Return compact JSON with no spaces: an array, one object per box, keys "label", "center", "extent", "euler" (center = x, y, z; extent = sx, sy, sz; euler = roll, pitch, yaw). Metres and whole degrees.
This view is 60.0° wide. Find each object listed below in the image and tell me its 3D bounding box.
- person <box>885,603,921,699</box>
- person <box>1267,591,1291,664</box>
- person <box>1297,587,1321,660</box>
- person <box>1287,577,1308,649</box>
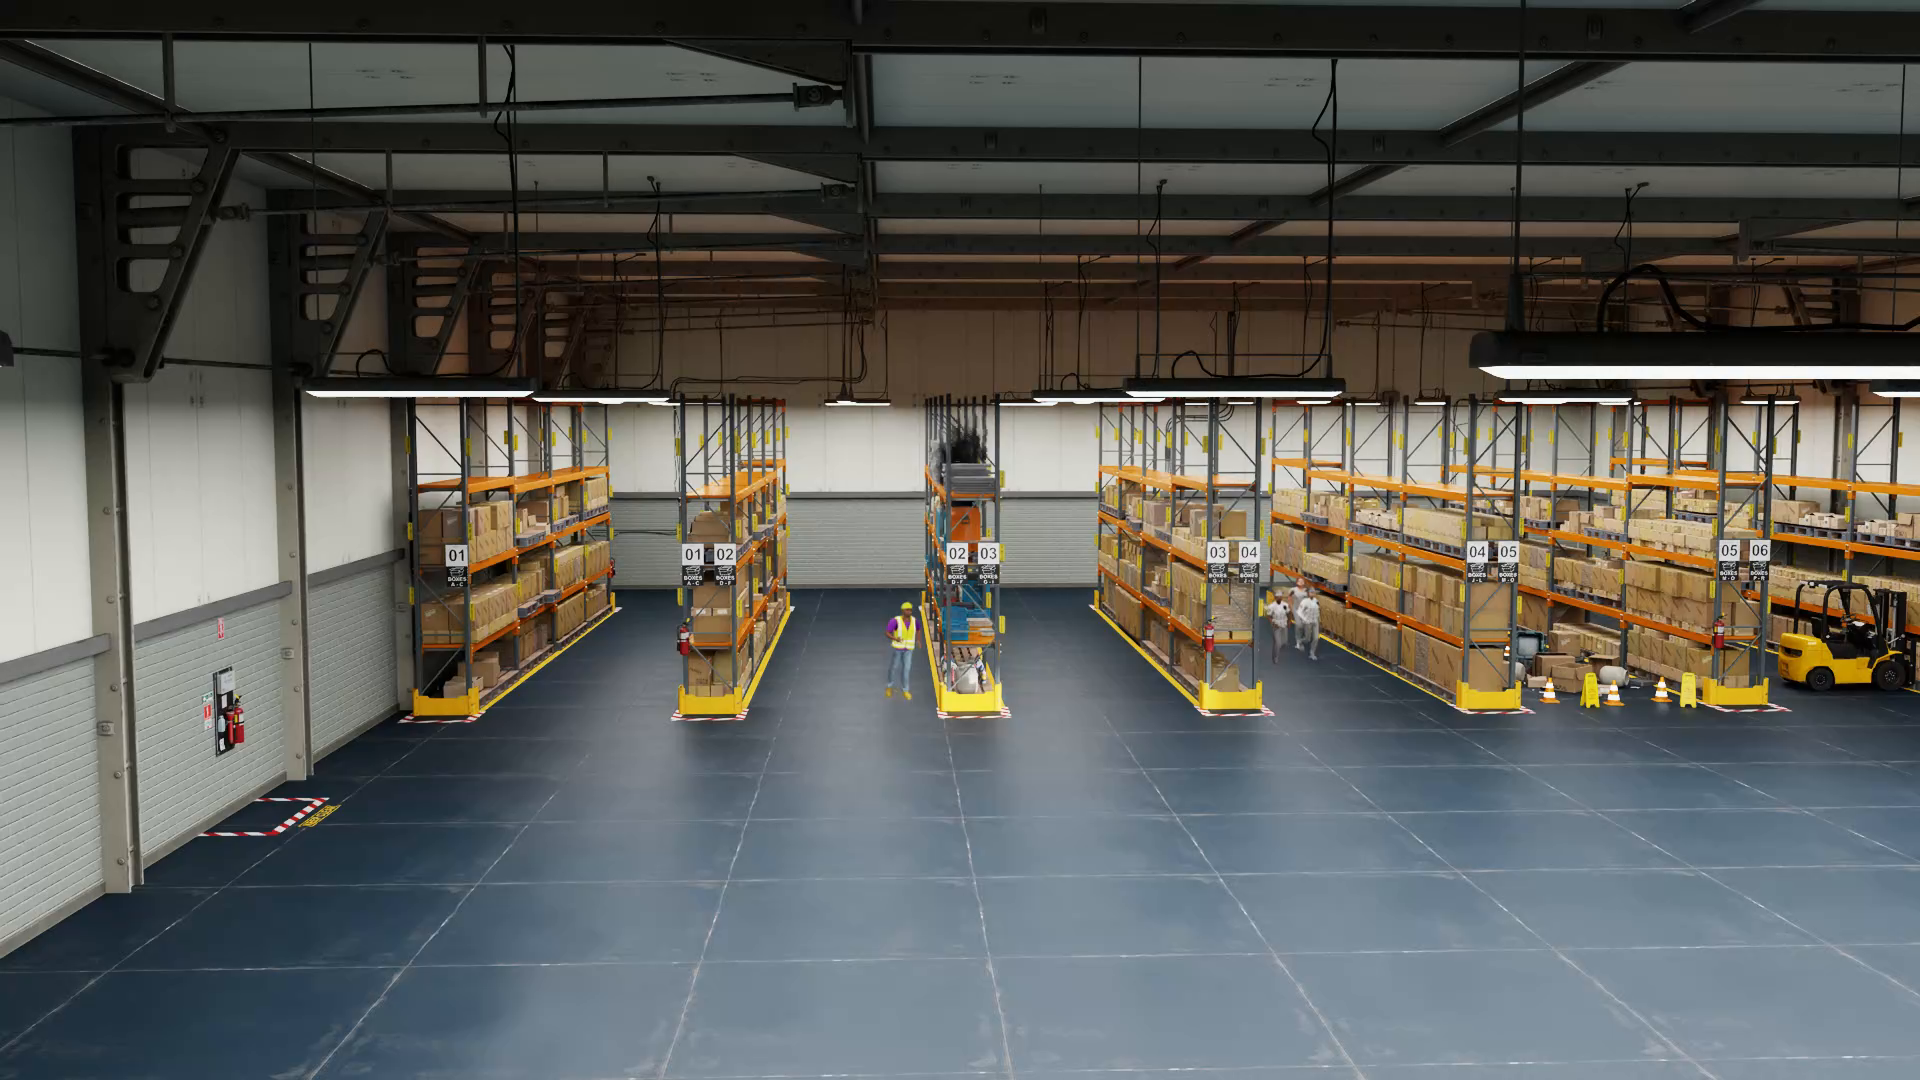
[{"label":"person","center":[-1.039,2.078,31.334],"extent":[0.743,1.811,0.840],"euler":[-2,5,-21]},{"label":"person","center":[7.184,1.954,37.401],"extent":[0.597,1.659,0.626],"euler":[-1,5,-7]},{"label":"person","center":[8.026,1.896,38.149],"extent":[0.619,1.670,0.721],"euler":[-1,5,-15]},{"label":"person","center":[8.181,1.726,40.004],"extent":[0.559,1.703,0.839],"euler":[0,5,-1]}]
